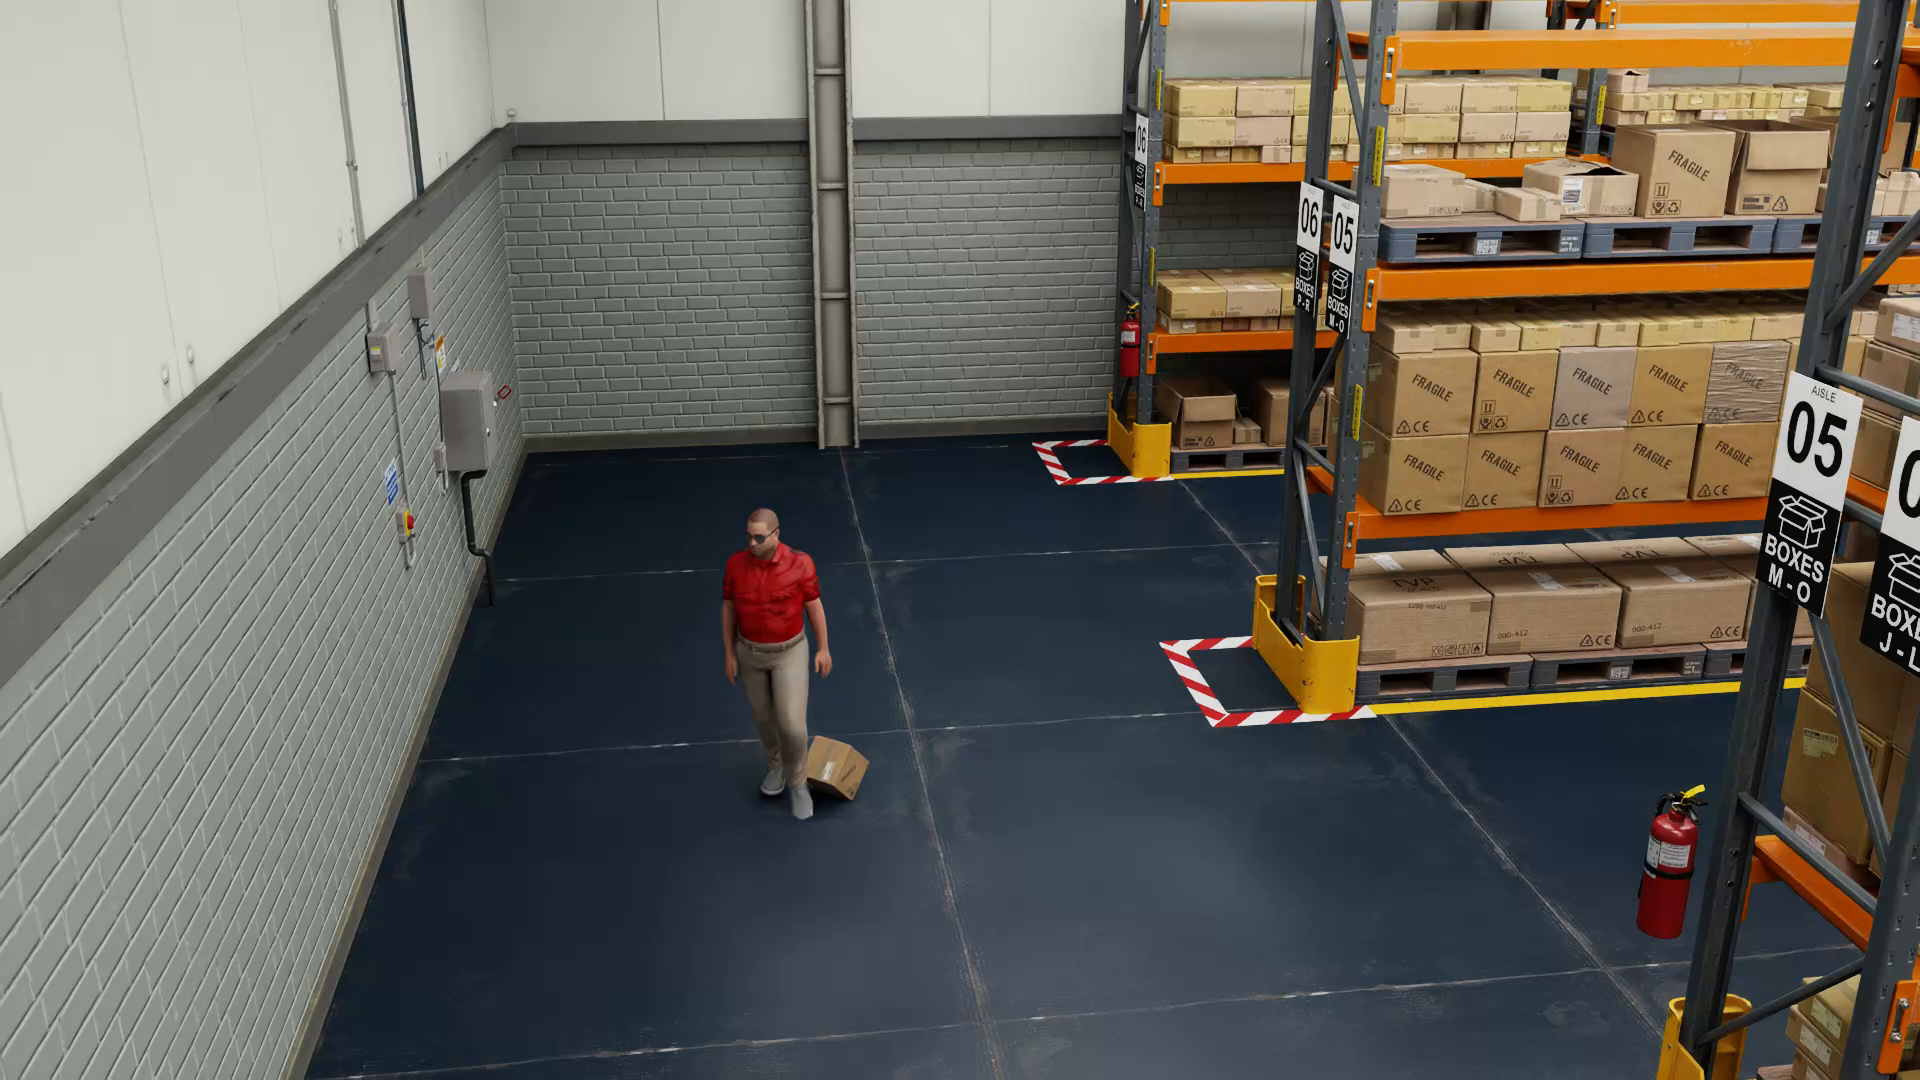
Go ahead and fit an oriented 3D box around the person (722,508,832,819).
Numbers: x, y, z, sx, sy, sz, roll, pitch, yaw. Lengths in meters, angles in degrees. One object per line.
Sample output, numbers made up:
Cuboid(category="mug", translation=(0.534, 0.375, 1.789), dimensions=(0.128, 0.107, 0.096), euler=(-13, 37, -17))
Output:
Cuboid(category="person", translation=(-1.038, 0.679, 9.256), dimensions=(0.590, 1.787, 0.514), euler=(5, 20, 13))
